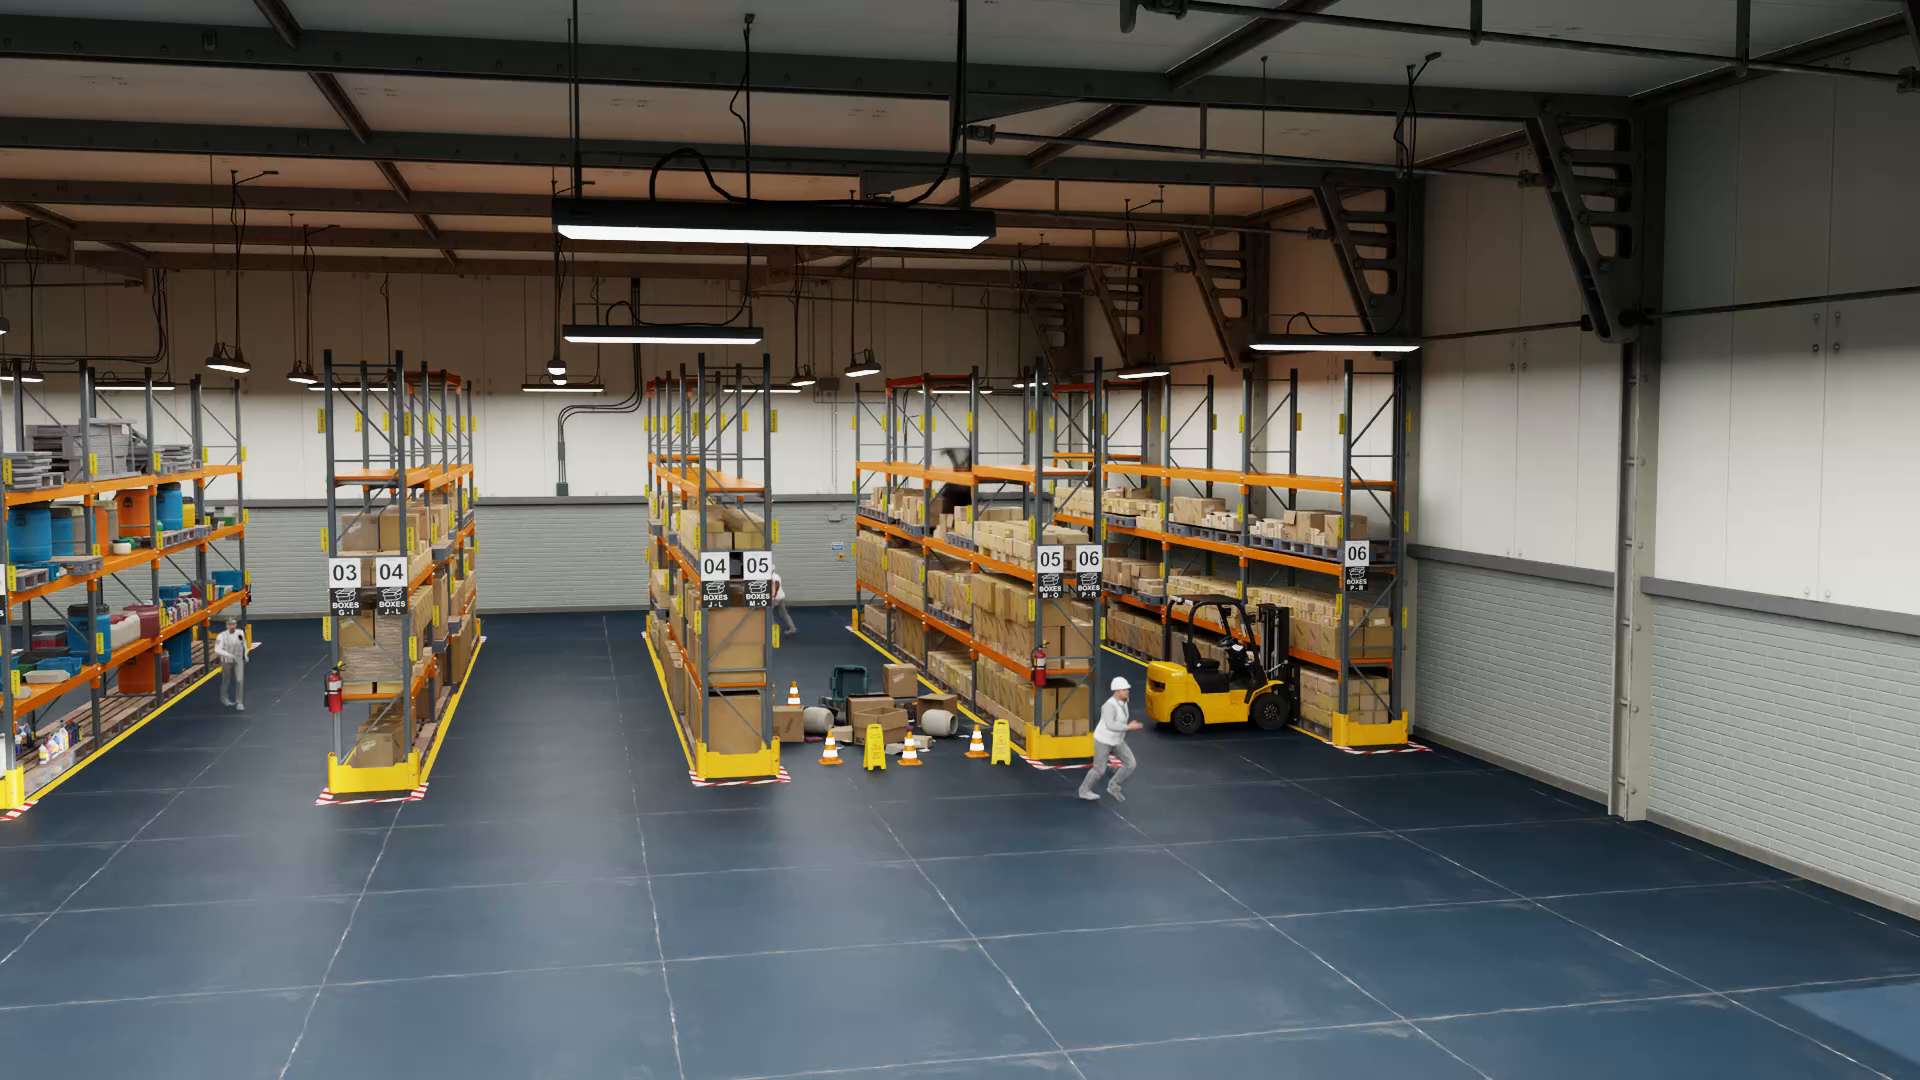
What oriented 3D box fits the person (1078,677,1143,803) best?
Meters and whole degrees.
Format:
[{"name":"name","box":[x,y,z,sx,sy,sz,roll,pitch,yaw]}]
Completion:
[{"name":"person","box":[1.999,2.635,21.862,0.961,1.710,0.651,3,5,36]}]

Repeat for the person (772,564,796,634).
[{"name":"person","box":[-4.343,1.421,39.244,0.980,1.733,0.722,1,4,20]}]

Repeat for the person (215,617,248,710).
[{"name":"person","box":[-12.719,2.121,29.031,0.558,1.625,0.943,-3,5,-33]}]
